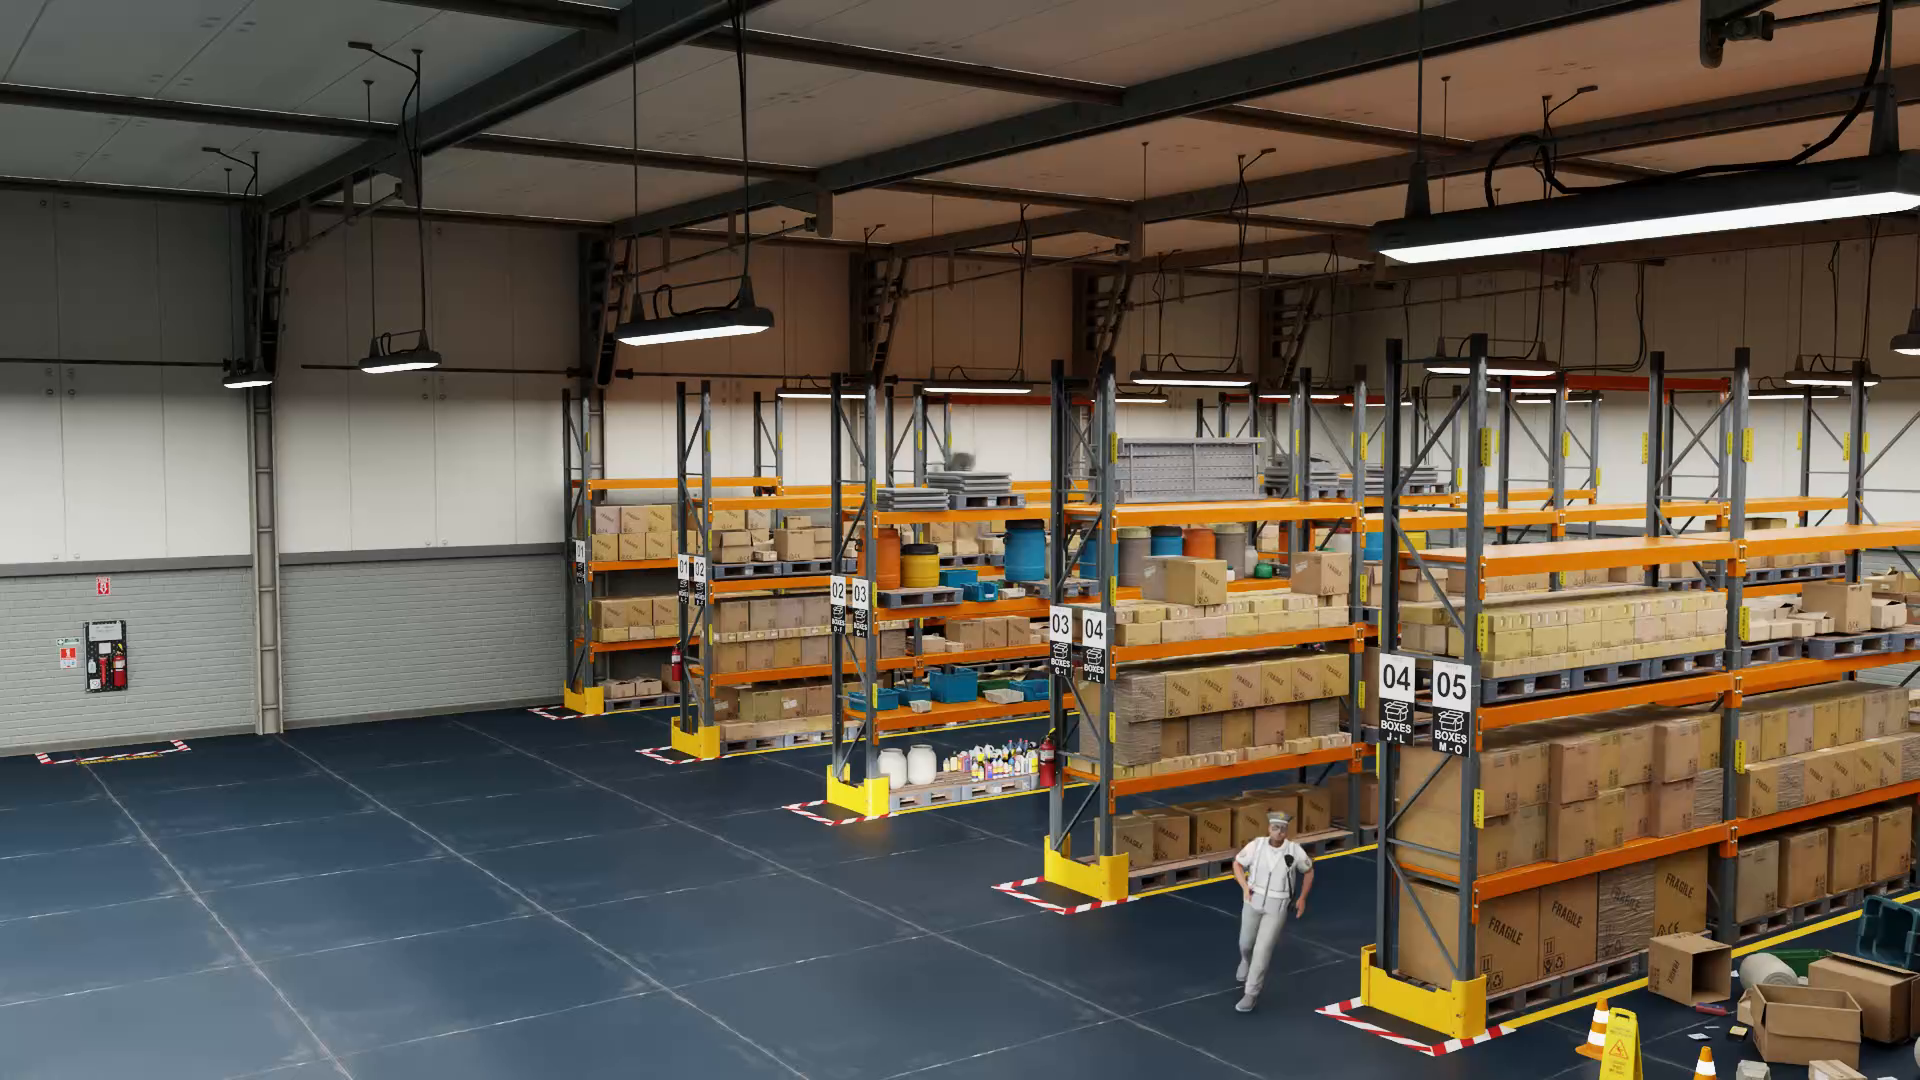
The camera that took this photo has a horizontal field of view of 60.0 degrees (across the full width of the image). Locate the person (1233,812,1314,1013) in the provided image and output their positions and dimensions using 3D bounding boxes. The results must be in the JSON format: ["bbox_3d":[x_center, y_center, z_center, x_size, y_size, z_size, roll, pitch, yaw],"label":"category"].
[{"bbox_3d":[2.815,3.316,15.102,0.729,1.744,0.956,1,4,21],"label":"person"}]
